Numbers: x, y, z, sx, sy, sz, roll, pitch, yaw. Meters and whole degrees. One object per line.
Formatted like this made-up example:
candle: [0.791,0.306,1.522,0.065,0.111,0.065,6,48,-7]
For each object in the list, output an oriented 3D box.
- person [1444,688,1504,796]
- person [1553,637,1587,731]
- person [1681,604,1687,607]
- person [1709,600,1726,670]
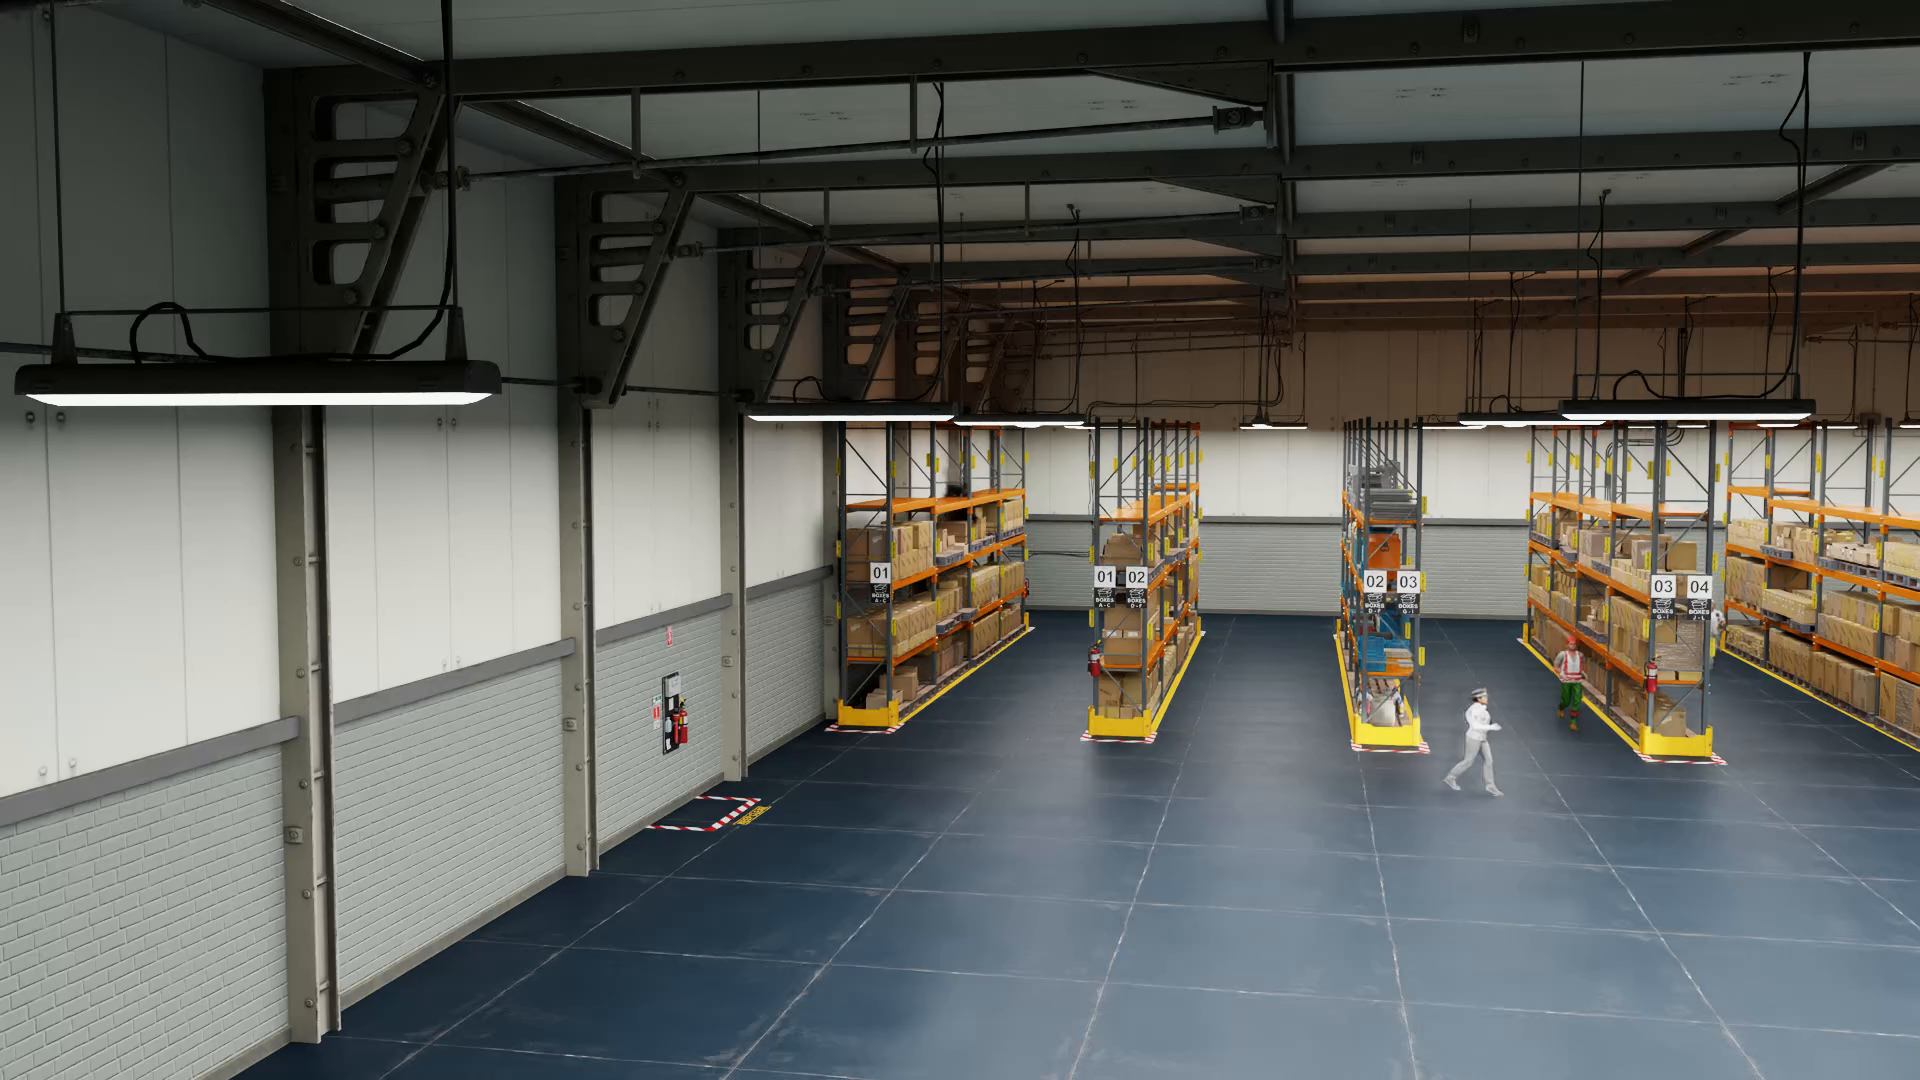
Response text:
person: [8.119,3.165,26.237,0.896,1.707,0.574,2,4,32]
person: [11.813,2.751,32.155,0.655,1.769,0.888,0,4,3]
person: [18.760,2.016,43.158,0.721,1.575,0.675,2,4,23]
person: [18.274,2.291,40.398,0.601,1.669,0.757,1,4,19]
